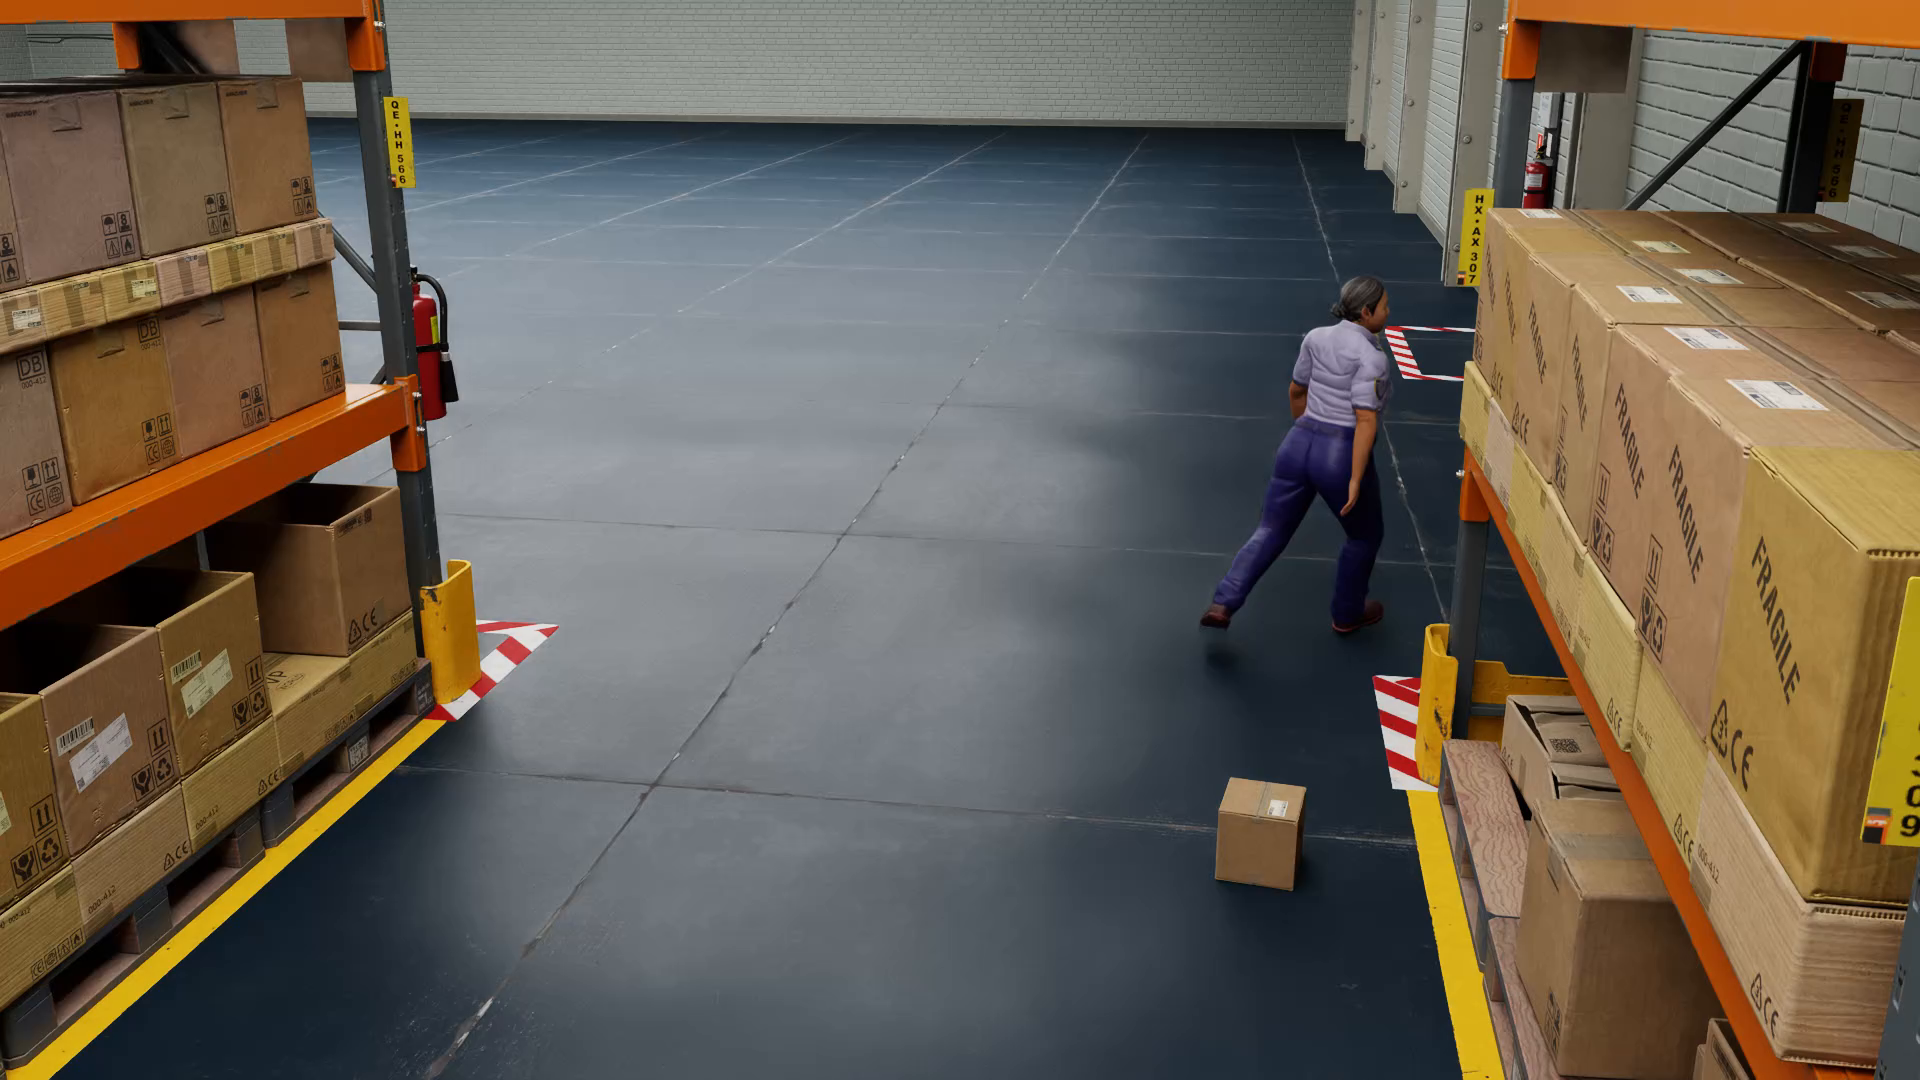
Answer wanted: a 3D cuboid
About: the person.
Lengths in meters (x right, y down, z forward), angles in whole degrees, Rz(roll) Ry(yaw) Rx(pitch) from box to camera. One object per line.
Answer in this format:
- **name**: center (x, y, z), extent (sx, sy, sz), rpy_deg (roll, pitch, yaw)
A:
- **person**: center (1.515, -0.322, 7.098), extent (0.951, 1.601, 0.567), rpy_deg (-14, 22, -36)
